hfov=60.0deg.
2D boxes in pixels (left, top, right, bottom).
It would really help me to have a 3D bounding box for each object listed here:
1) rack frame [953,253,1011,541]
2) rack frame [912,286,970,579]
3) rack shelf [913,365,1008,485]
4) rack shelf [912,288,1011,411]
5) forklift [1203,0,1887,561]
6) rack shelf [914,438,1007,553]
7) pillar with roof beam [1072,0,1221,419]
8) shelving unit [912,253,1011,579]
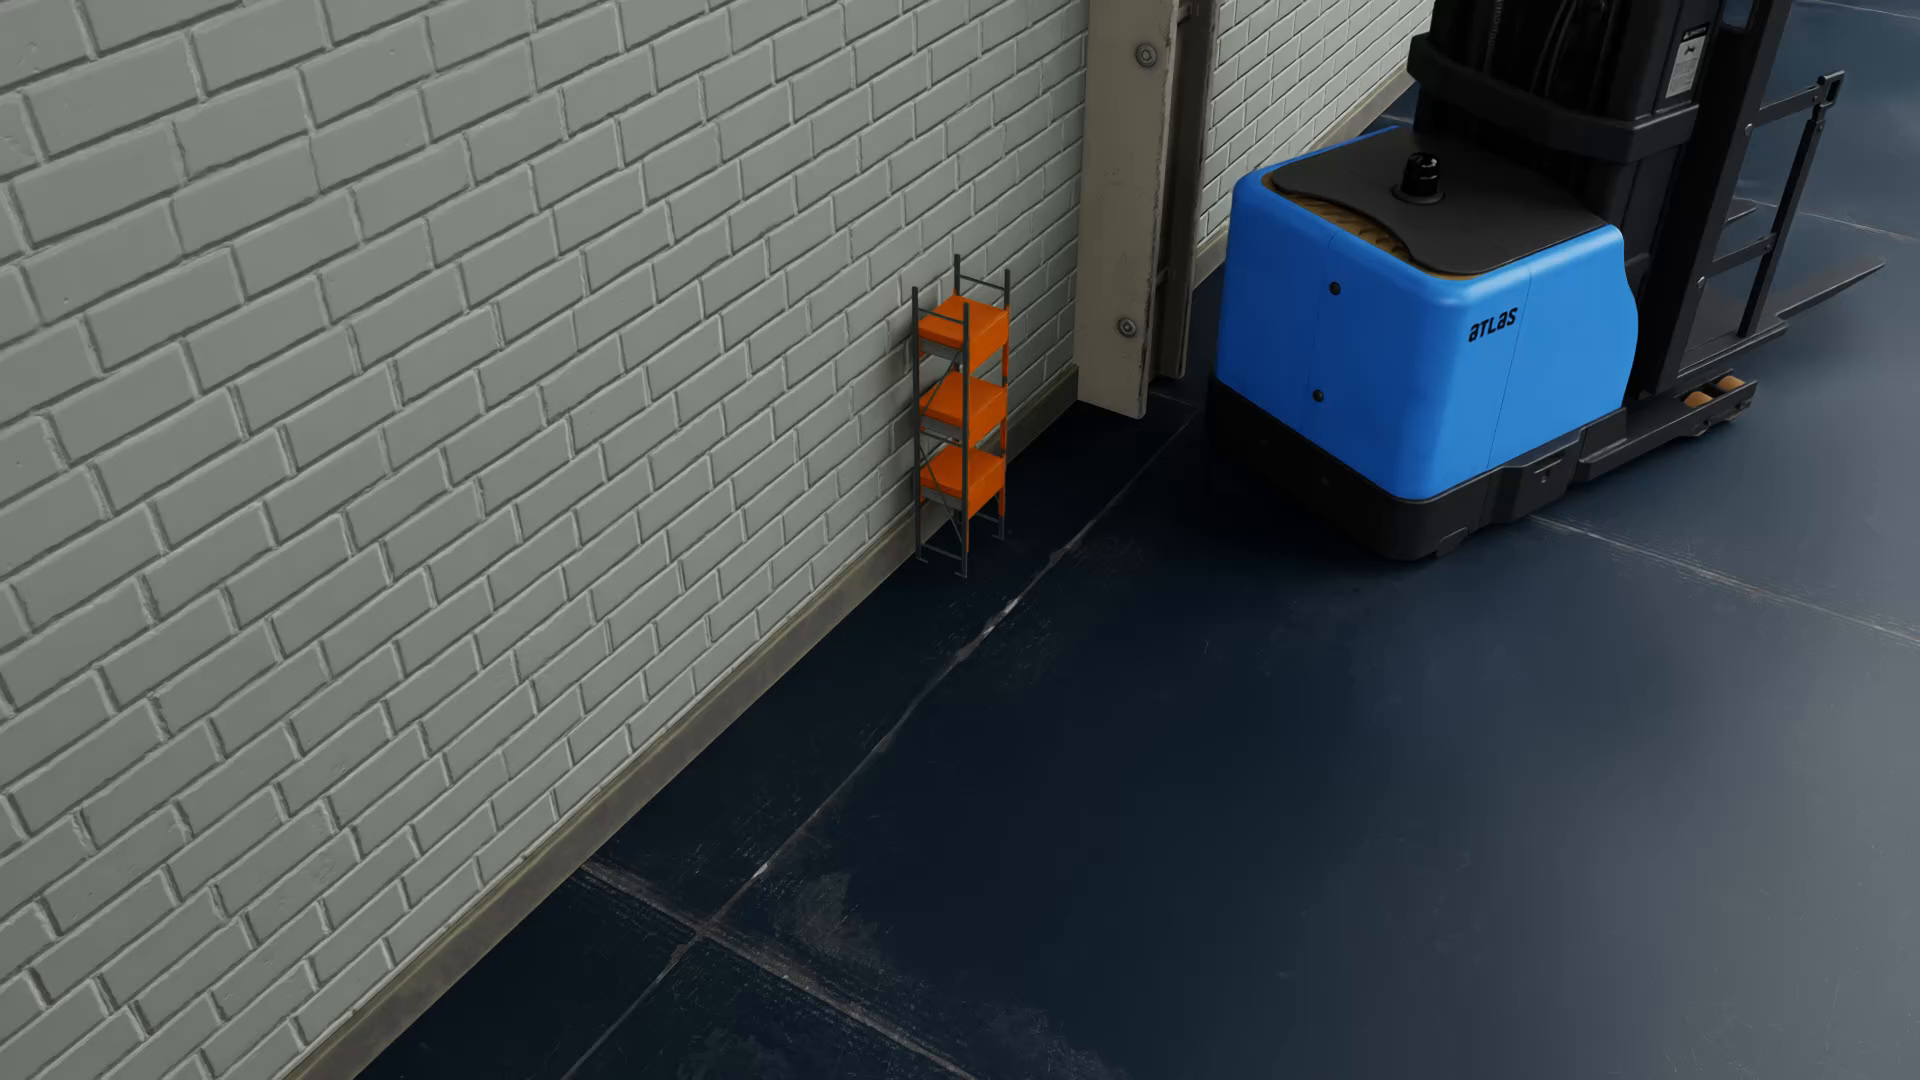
[{"bbox_3d":[0.067,-0.446,5.468,0.200,1.050,0.008,21,42,24],"label":"rack frame"},{"bbox_3d":[-0.061,-0.319,5.303,0.200,1.050,0.008,21,42,24],"label":"rack frame"},{"bbox_3d":[0.003,-0.374,5.392,0.215,0.259,0.240,21,42,24],"label":"rack shelf"},{"bbox_3d":[0.004,-0.599,5.218,0.215,0.259,0.240,21,42,24],"label":"rack shelf"},{"bbox_3d":[2.408,-1.794,5.677,3.031,2.935,1.130,-23,43,-27],"label":"forklift"},{"bbox_3d":[0.001,-0.155,5.562,0.215,0.259,0.240,21,42,24],"label":"rack shelf"},{"bbox_3d":[4.296,-2.768,1.969,9.100,9.000,0.400,21,42,25],"label":"pillar with roof beam"},{"bbox_3d":[0.003,-0.383,5.385,0.215,1.050,0.252,21,42,24],"label":"shelving unit"}]
